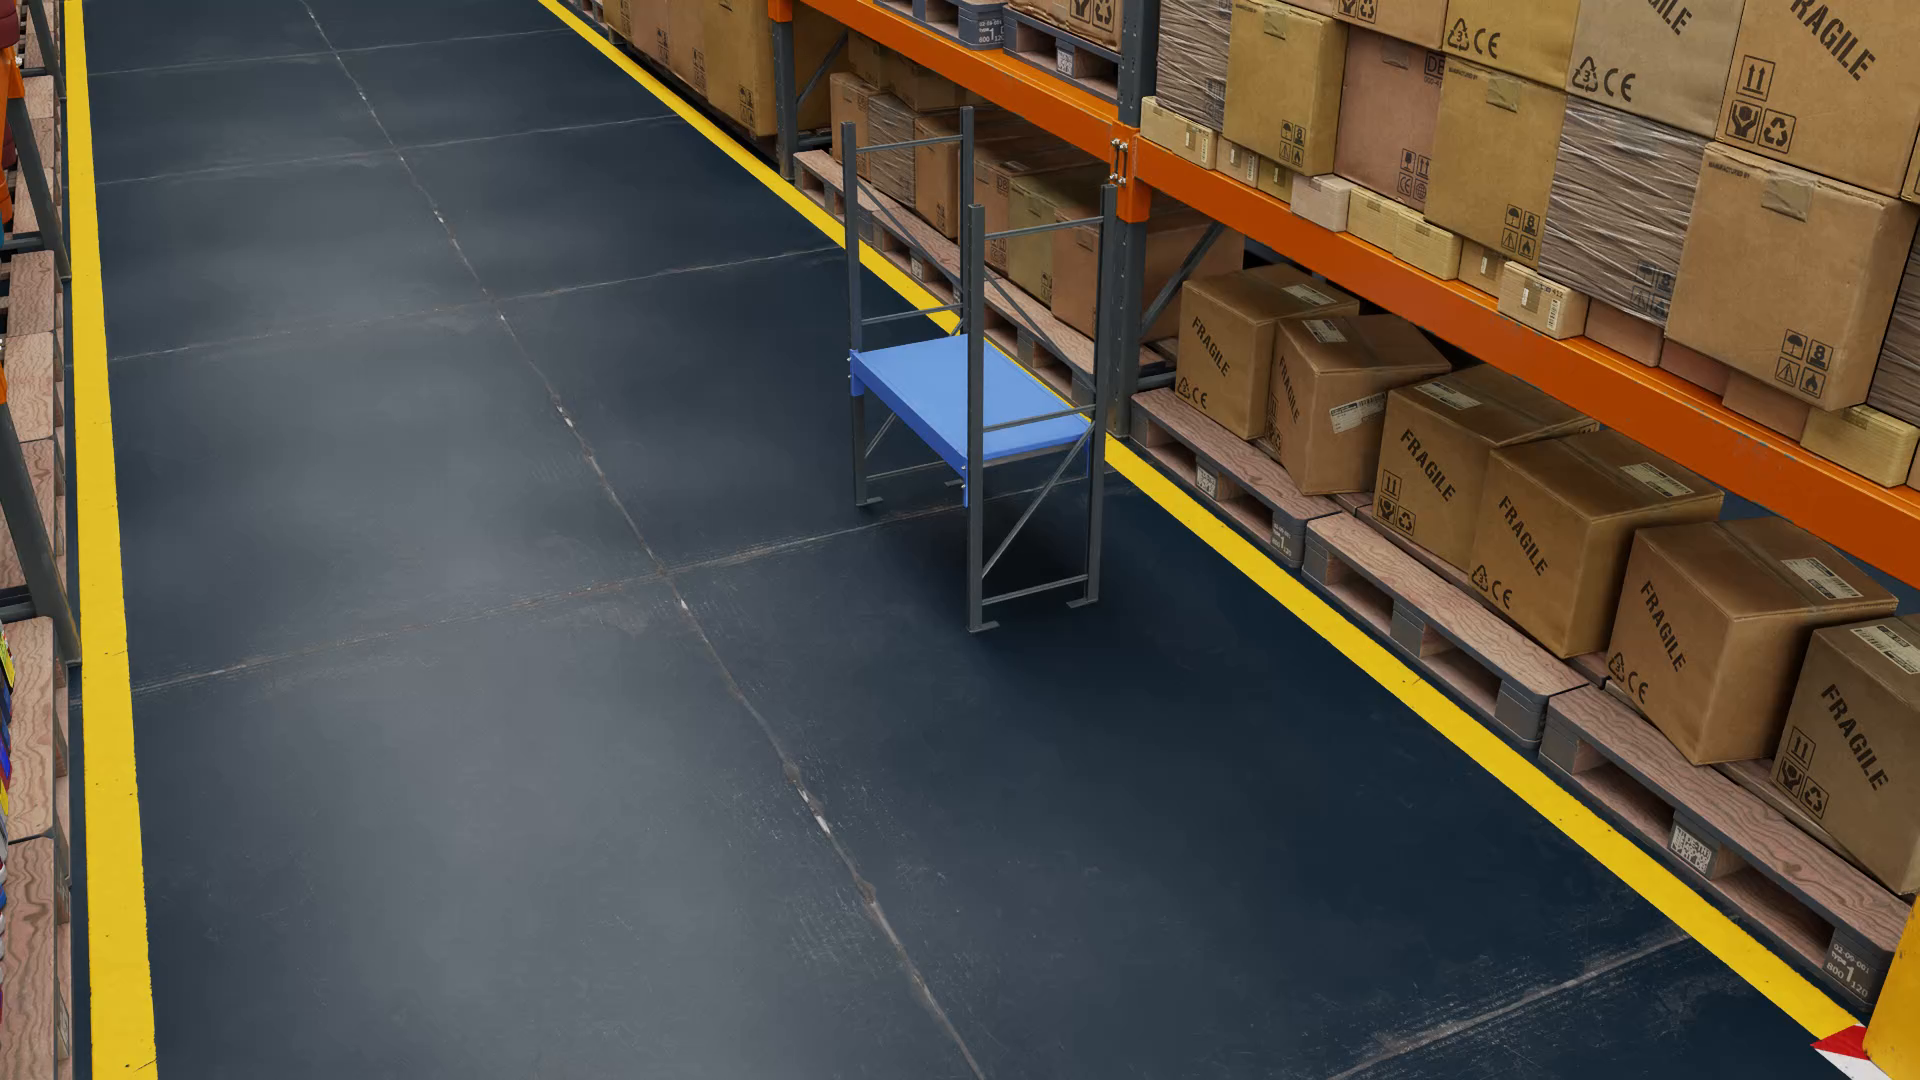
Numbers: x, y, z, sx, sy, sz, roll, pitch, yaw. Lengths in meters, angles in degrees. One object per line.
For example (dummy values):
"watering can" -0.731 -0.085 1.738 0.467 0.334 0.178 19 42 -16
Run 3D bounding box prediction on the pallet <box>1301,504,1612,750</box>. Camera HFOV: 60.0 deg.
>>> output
"pallet" 1.935 0.188 5.699 1.003 0.211 1.213 -13 32 -22

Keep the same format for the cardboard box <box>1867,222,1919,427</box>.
"cardboard box" 2.592 -0.512 3.691 0.875 0.500 0.500 -13 32 -22

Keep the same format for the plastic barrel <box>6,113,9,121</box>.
"plastic barrel" -6.299 -3.062 10.361 0.600 0.901 0.708 -13 32 -22

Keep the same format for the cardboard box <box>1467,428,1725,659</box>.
"cardboard box" 2.012 0.000 5.309 0.500 0.500 0.500 -10 31 -17

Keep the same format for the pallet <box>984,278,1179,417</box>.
"pallet" 0.751 -0.985 7.790 1.003 0.211 1.213 -13 32 -22

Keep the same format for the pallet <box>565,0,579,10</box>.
"pallet" -3.131 -5.067 15.070 1.003 0.211 1.213 -13 32 -22

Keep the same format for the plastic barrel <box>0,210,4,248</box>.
"plastic barrel" -3.279 -1.270 4.936 0.600 0.901 0.708 -13 32 -22

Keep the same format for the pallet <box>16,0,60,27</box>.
"pallet" -8.219 -4.529 14.112 1.003 0.211 1.213 -13 32 -22

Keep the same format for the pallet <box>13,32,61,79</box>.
"pallet" -7.172 -3.452 12.190 1.003 0.211 1.213 -13 32 -22

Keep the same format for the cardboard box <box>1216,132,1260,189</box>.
"cardboard box" 1.135 -1.372 5.886 0.380 0.149 0.250 -13 32 -22

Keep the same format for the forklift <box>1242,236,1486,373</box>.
"forklift" 2.014 -2.600 7.891 1.130 2.935 3.031 -14 32 -23

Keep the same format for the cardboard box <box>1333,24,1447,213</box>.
"cardboard box" 1.712 -1.391 5.257 0.875 0.500 0.500 -13 32 -22

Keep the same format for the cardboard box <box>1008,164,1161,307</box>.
"cardboard box" 0.655 -1.449 7.874 0.700 0.500 0.500 -13 32 -22

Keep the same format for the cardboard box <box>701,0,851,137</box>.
"cardboard box" -0.908 -3.190 10.615 1.225 0.875 0.875 -15 32 -24

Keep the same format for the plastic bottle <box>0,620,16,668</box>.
"plastic bottle" -2.950 0.306 5.048 0.097 0.201 0.097 0 29 0

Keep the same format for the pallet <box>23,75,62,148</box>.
"pallet" -6.528 -2.785 11.001 1.003 0.211 1.213 -13 32 -22

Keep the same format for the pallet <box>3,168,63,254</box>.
"pallet" -5.480 -1.707 9.079 1.003 0.211 1.213 -13 32 -22

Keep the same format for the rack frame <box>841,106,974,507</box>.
"rack frame" -0.182 -0.841 6.216 0.500 1.500 0.032 -13 32 -22

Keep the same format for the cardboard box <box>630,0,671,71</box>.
"cardboard box" -1.671 -3.975 12.014 1.225 0.875 0.875 -14 32 -24

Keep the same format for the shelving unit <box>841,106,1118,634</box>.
"shelving unit" 0.037 -0.616 5.816 0.538 1.500 1.048 -13 32 -22

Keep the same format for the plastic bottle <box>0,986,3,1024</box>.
"plastic bottle" -2.247 0.972 3.776 0.061 0.283 0.133 -13 32 -21

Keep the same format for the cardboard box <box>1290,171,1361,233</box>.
"cardboard box" 1.321 -1.144 5.481 0.380 0.149 0.250 -13 32 -22

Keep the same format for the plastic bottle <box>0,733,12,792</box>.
"plastic bottle" -2.660 0.548 4.534 0.061 0.283 0.133 -11 31 -19

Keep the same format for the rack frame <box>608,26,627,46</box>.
"rack frame" -2.348 -5.391 12.797 1.000 3.000 0.127 -13 32 -22

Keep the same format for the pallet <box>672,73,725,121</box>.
"pallet" -1.421 -3.310 11.937 1.003 0.211 1.213 -13 32 -22

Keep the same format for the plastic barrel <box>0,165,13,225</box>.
"plastic barrel" -5.329 -2.033 8.599 0.600 0.830 0.708 -13 32 -22

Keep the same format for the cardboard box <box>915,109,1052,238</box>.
"cardboard box" 0.174 -1.943 8.754 0.700 0.500 0.500 -10 31 -18

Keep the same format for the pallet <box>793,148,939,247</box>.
"pallet" -0.296 -2.062 9.712 1.003 0.211 1.213 -13 32 -22

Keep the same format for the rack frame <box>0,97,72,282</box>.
"rack frame" -5.104 -2.584 7.792 1.000 3.000 0.127 -13 32 -22

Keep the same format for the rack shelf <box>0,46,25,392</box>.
"rack shelf" -4.245 -1.387 6.392 1.077 0.370 4.000 -13 32 -22

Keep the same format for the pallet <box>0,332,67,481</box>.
"pallet" -4.287 -0.479 6.889 1.003 0.211 1.213 -13 32 -22

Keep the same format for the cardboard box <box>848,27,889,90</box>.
"cardboard box" -0.316 -2.763 9.450 0.500 0.250 0.500 -12 31 -20

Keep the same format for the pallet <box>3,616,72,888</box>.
"pallet" -3.136 0.704 4.778 1.003 0.211 1.213 -13 32 -22

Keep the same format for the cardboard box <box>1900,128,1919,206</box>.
"cardboard box" 2.345 -0.891 3.343 0.500 0.500 0.500 -13 32 -22

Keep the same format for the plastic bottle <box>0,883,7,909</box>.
"plastic bottle" -2.443 0.796 4.103 0.097 0.271 0.097 0 29 0

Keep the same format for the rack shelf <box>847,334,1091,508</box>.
"rack shelf" 0.037 -0.460 5.904 0.538 0.185 1.000 -13 32 -22

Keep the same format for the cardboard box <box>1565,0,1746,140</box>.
"cardboard box" 1.912 -1.332 4.130 0.500 0.500 0.500 -13 32 -22

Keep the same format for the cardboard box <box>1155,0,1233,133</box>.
"cardboard box" 1.224 -1.819 6.020 0.875 0.500 0.500 -13 32 -22

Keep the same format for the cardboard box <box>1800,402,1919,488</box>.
"cardboard box" 2.234 -0.273 3.928 0.380 0.149 0.250 -13 32 -22

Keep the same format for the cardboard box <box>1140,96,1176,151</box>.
"cardboard box" 0.907 -1.590 6.275 0.380 0.149 0.250 -13 32 -22

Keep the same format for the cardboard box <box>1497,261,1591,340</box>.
"cardboard box" 1.756 -0.704 4.695 0.380 0.149 0.250 -13 32 -22

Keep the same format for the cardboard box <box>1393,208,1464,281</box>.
"cardboard box" 1.563 -0.930 5.098 0.380 0.149 0.250 -13 32 -22

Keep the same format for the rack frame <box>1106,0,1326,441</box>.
"rack frame" 1.087 -1.857 6.495 1.000 3.000 0.127 -13 32 -22

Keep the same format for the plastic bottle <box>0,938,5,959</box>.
"plastic bottle" -2.356 0.886 3.943 0.097 0.271 0.097 0 29 0

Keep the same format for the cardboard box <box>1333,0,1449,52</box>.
"cardboard box" 1.480 -1.773 4.916 0.500 0.500 0.500 -13 32 -22

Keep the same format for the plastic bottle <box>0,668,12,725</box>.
"plastic bottle" -2.850 0.370 4.782 0.144 0.351 0.185 -14 32 -23

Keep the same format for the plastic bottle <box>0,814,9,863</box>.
"plastic bottle" -2.563 0.703 4.265 0.152 0.276 0.135 -12 32 -21

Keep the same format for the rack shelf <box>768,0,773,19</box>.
"rack shelf" -1.489 -4.194 11.398 1.077 0.370 4.000 -13 32 -22

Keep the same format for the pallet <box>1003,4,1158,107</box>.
"pallet" 0.890 -2.142 7.199 1.003 0.211 1.213 -13 32 -22

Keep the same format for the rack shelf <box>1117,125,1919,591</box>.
"rack shelf" 1.945 -0.660 5.096 1.077 0.370 4.000 -13 32 -22

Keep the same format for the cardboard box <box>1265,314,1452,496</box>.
"cardboard box" 1.475 -0.514 6.226 0.500 0.500 0.500 -3 29 -6

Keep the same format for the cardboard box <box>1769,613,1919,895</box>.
"cardboard box" 2.551 0.537 4.351 0.500 0.500 0.500 -7 30 -13

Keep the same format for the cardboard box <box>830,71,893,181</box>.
"cardboard box" -0.325 -2.434 9.630 0.700 0.500 0.500 -15 33 -25

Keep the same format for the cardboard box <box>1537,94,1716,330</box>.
"cardboard box" 2.094 -0.938 4.450 0.875 0.500 0.500 -13 32 -22

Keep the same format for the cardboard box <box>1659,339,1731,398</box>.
"cardboard box" 2.071 -0.506 4.343 0.380 0.149 0.250 -13 32 -22
